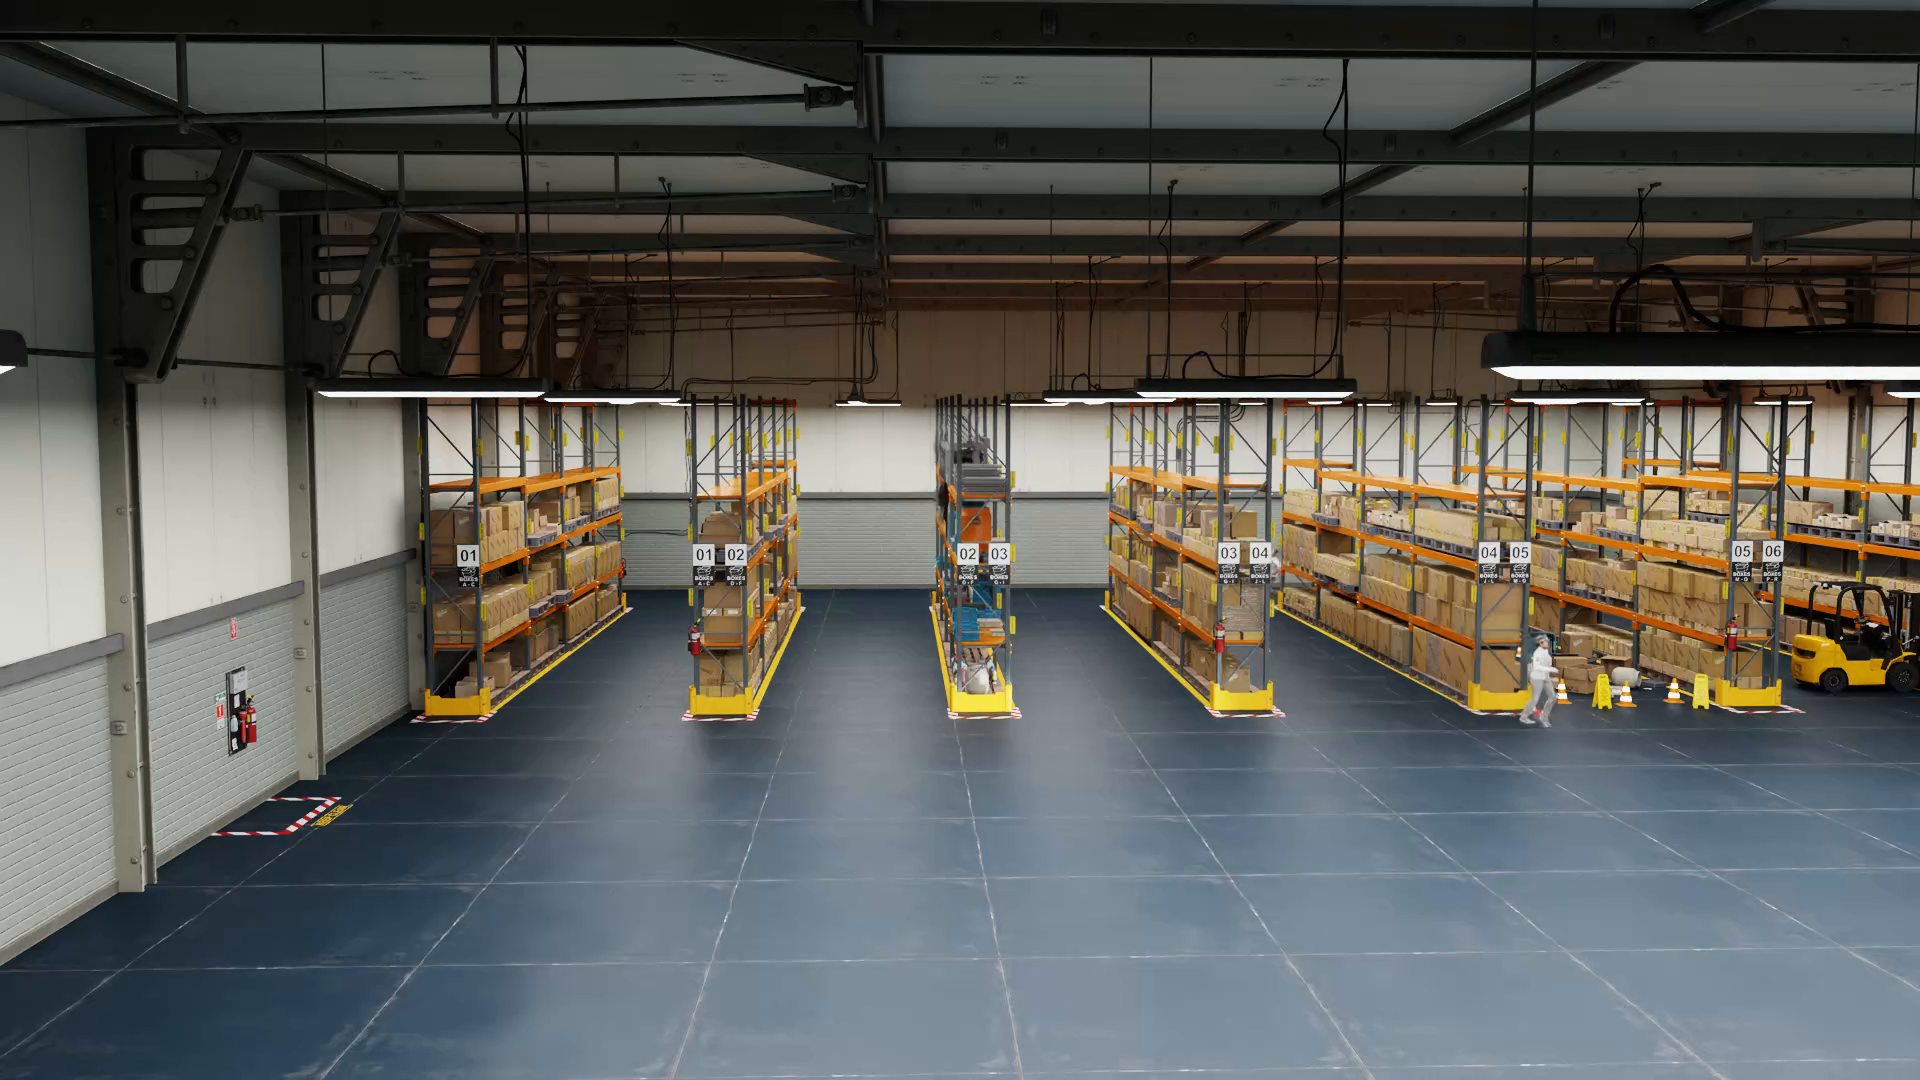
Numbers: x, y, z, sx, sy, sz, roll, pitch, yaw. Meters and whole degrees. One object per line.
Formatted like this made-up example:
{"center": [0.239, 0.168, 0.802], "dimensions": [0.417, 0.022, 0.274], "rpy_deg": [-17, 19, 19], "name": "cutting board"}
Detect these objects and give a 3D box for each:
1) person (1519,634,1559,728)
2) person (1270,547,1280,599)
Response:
{"center": [10.435, 2.542, 29.894], "dimensions": [0.719, 1.740, 0.602], "rpy_deg": [4, 6, 43], "name": "person"}
{"center": [9.183, 1.035, 49.037], "dimensions": [0.621, 1.673, 0.854], "rpy_deg": [-2, 5, -22], "name": "person"}
